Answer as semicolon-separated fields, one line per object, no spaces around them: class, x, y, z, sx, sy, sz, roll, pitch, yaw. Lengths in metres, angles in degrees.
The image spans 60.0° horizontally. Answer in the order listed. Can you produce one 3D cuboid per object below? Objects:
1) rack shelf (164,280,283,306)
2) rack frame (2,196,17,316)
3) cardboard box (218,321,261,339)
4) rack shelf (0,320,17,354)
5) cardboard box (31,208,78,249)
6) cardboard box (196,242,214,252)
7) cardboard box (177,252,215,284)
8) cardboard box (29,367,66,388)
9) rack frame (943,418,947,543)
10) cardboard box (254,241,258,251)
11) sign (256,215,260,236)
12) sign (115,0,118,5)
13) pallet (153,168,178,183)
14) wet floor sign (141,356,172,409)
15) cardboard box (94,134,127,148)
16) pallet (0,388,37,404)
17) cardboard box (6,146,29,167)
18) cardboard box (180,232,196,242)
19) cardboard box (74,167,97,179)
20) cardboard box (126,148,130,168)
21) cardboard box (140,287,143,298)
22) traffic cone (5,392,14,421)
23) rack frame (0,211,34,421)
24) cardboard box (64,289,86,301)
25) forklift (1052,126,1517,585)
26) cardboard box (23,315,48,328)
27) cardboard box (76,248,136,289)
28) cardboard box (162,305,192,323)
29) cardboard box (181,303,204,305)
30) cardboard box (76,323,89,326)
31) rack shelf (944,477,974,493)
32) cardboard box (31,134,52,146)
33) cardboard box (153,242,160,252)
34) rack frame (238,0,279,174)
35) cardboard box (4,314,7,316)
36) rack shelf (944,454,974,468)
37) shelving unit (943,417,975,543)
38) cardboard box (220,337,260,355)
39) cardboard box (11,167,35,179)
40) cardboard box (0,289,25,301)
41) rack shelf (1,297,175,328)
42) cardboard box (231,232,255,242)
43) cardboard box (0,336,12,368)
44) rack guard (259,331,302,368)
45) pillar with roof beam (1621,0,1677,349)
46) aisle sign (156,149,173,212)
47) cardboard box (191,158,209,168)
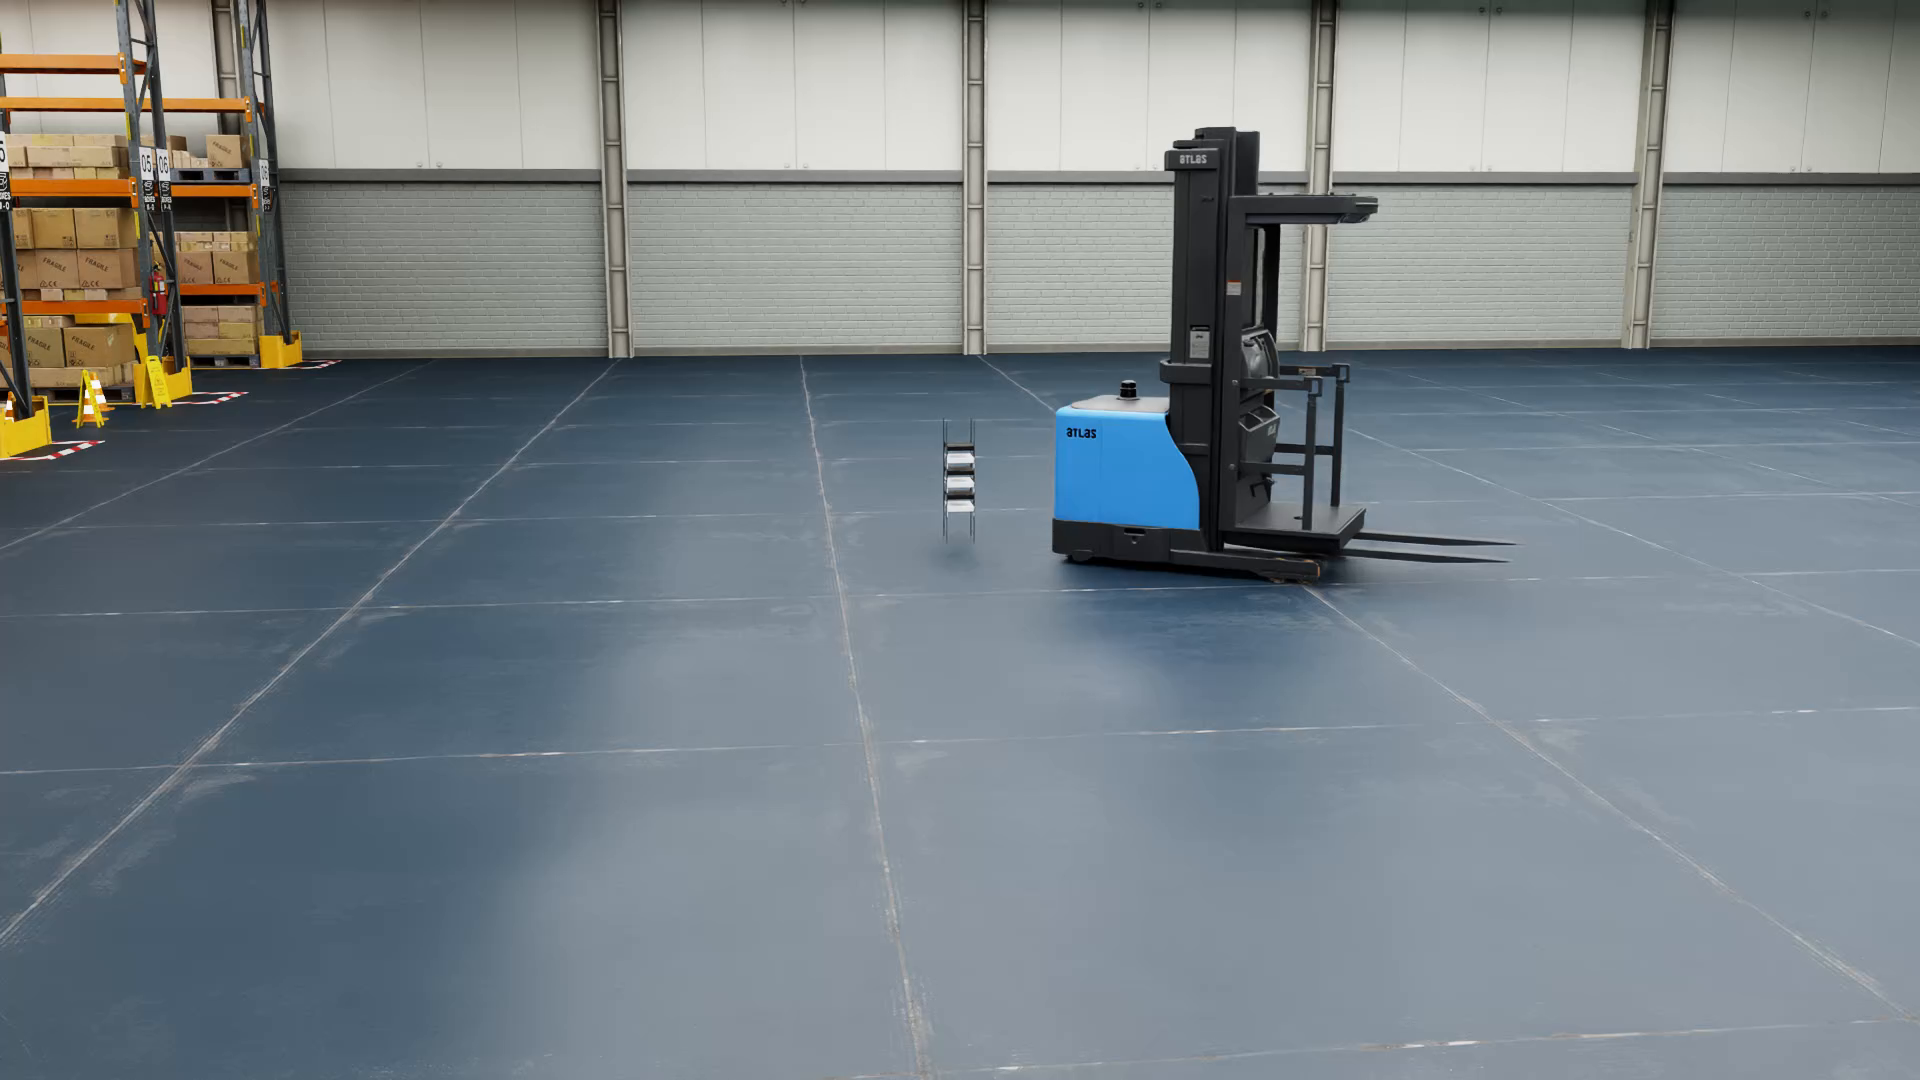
rack shelf;-12.881;-3.887;26.230;4.000;0.370;1.077;-1;11;-6
rack frame;-14.869;-4.199;25.949;0.127;3.000;1.000;-1;11;-6
cardboard box;-11.343;-3.314;26.192;0.500;0.250;0.500;-1;11;-7
rack shelf;-11.706;-1.988;16.570;4.000;0.370;1.077;-1;11;-6
cardboard box;-11.341;-3.954;21.083;0.500;0.500;0.700;-1;11;-6
cardboard box;-11.723;-4.584;25.966;0.250;0.149;0.380;-1;11;-5
cardboard box;-11.871;-4.261;26.009;0.500;0.500;0.500;-1;11;-4
cardboard box;-11.643;-2.109;21.360;0.500;0.250;0.500;-1;11;-6
rack frame;-0.109;-0.439;12.270;0.006;0.900;0.240;-1;11;-6
cardboard box;-11.258;-4.692;26.517;0.250;0.149;0.380;-1;11;-8
sign;-10.848;-4.862;25.707;0.005;0.325;0.100;-1;11;-6
sign;-10.313;-6.703;20.303;0.005;0.325;0.100;-1;11;-6
pallet;-12.814;-5.675;25.910;1.213;0.211;1.003;-1;11;-6
wet floor sign;-10.049;-1.974;20.734;0.232;0.644;0.267;3;11;14
cardboard box;-10.657;-5.006;20.865;0.250;0.149;0.380;-1;11;-6
pallet;-12.450;-1.925;21.614;1.213;0.211;1.003;-1;11;-6
cardboard box;-11.848;-4.790;20.798;0.500;0.250;0.500;-1;11;-4
cardboard box;-11.981;-4.735;25.964;0.250;0.149;0.380;-1;11;-6
cardboard box;-10.921;-4.606;20.897;0.250;0.149;0.380;-1;11;-6
cardboard box;-10.882;-4.915;21.434;0.500;0.250;0.500;-1;11;-7
cardboard box;-10.713;-3.239;21.721;0.250;0.149;0.380;-1;11;-6
traffic cone;-10.399;-1.399;18.287;0.334;0.463;0.336;-1;11;-6
rack frame;-9.718;-2.383;16.713;0.127;3.000;1.000;-1;11;-6
cardboard box;-11.199;-3.130;21.165;0.250;0.149;0.380;-1;11;-7
forklift;2.208;-1.258;11.169;3.031;2.935;1.130;5;12;22
cardboard box;-11.729;-2.781;21.153;0.250;0.149;0.380;-1;11;-5
cardboard box;-10.863;-3.461;21.166;0.500;0.500;0.500;-1;11;-7
cardboard box;-12.324;-3.536;26.025;0.500;0.250;0.500;-1;11;-5
cardboard box;-12.386;-3.636;26.535;0.500;0.250;0.500;-1;11;-6
cardboard box;-11.728;-2.579;21.805;0.500;0.500;0.500;-2;11;-8
rack shelf;-0.008;-0.409;12.287;0.200;0.077;0.258;-1;11;-6
cardboard box;-11.427;-5.004;20.854;0.250;0.149;0.380;-1;11;-6
cardboard box;-12.480;-4.557;25.830;0.250;0.149;0.380;-1;11;-6
rack frame;-10.893;-7.226;25.794;0.127;3.000;1.000;-1;11;-6
cardboard box;-15.387;-3.226;26.071;0.625;0.625;0.875;-1;11;-4
rack shelf;-0.008;-0.585;12.252;0.200;0.077;0.258;-1;11;-6
shelving unit;-0.008;-0.441;12.280;0.210;0.900;0.258;-1;11;-6
cardboard box;-11.326;-3.068;26.239;0.500;0.250;0.500;-1;11;-6
cardboard box;-11.691;-4.600;20.867;0.250;0.149;0.380;-1;11;-7
cardboard box;-11.966;-3.118;21.103;0.250;0.149;0.380;-1;11;-7
rack shelf;-12.341;-2.935;21.388;4.000;0.370;1.077;-1;11;-6
cardboard box;-11.226;-4.747;26.028;0.250;0.149;0.380;-1;11;-6
cardboard box;-12.142;-2.468;21.239;0.500;0.500;0.500;-1;11;-7
rack guard;-10.869;-3.056;26.616;0.348;0.500;1.175;-1;11;-6
pillar with roof beam;12.642;-7.058;24.943;0.400;9.000;9.100;-1;11;-6
aisle sign;-10.325;-4.666;21.589;0.004;0.787;0.394;-1;11;-6
cardboard box;-11.684;-5.810;25.673;0.250;0.149;0.380;-2;11;-8
